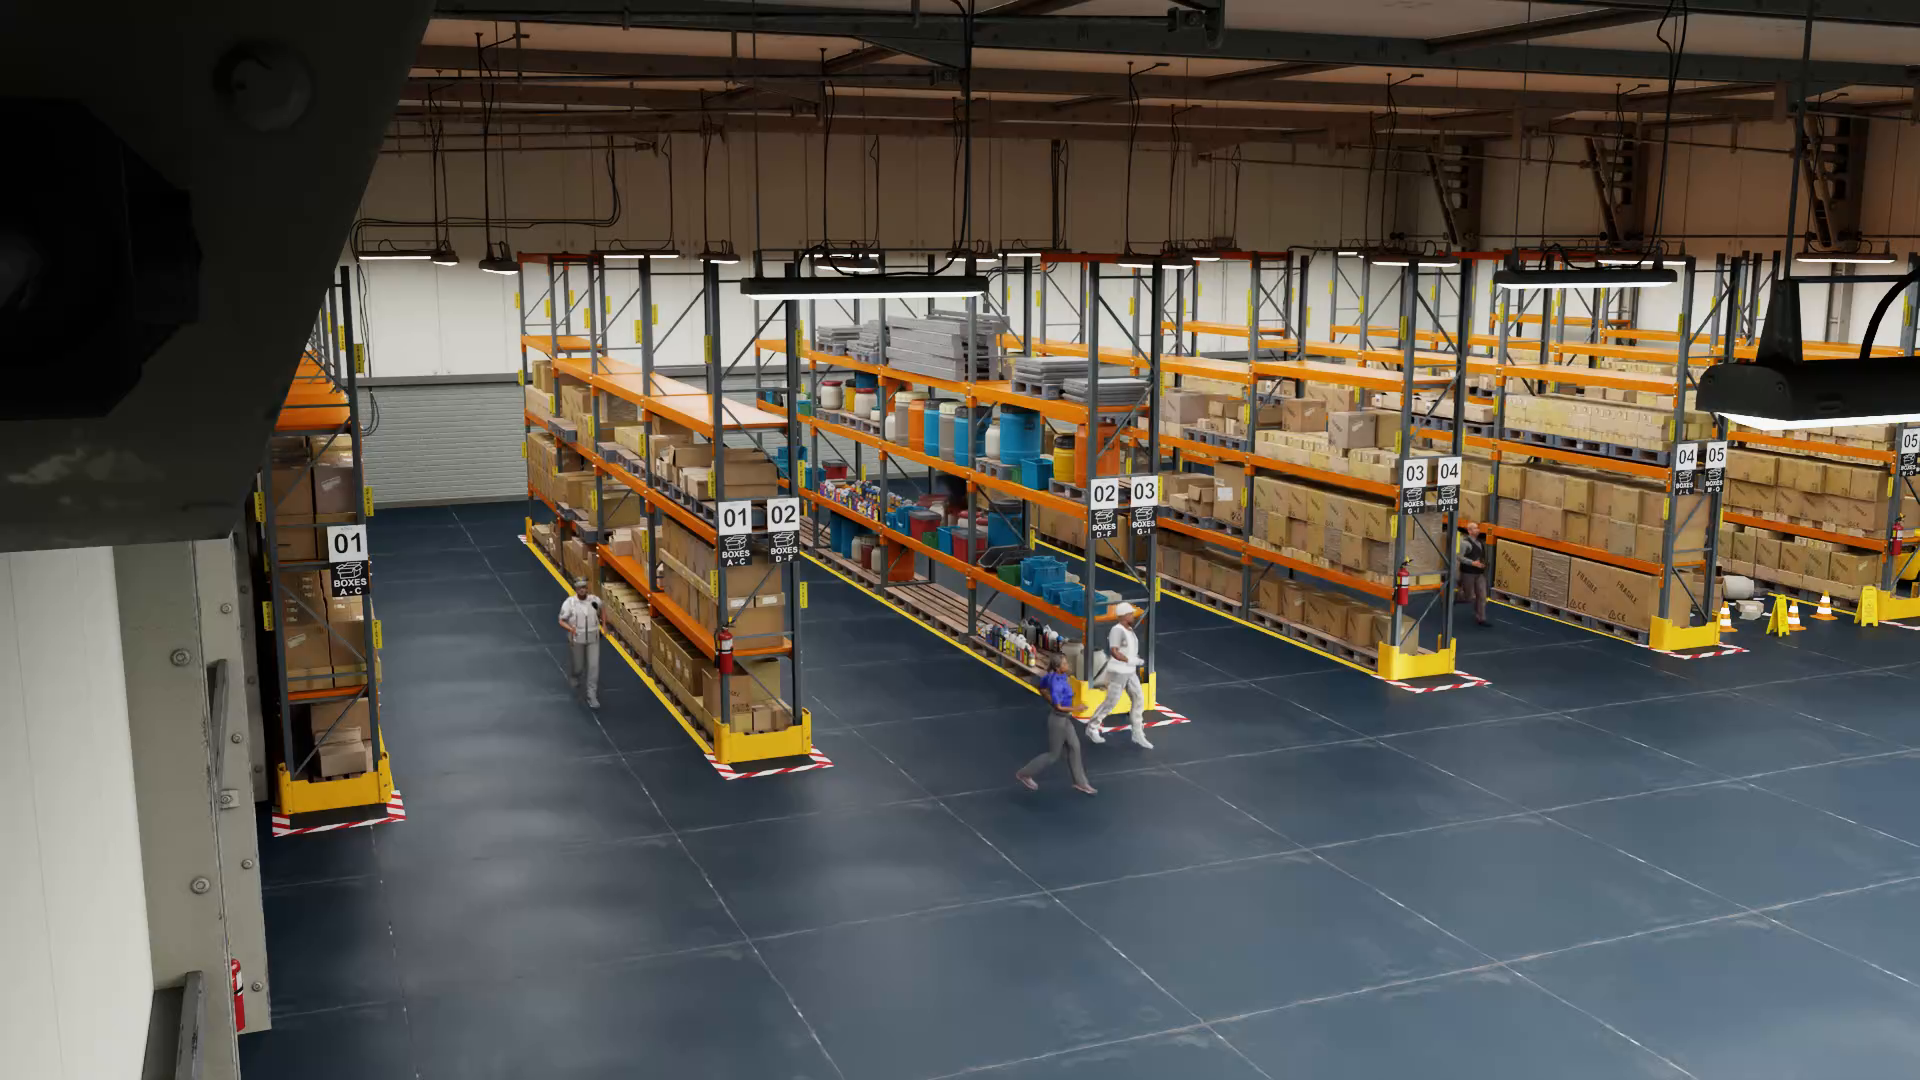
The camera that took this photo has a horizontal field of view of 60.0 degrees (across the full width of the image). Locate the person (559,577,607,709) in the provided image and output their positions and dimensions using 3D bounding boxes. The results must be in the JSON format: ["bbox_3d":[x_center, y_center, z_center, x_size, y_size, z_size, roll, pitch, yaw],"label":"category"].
[{"bbox_3d":[-5.137,1.357,22.786,0.677,1.759,0.965,-4,11,-22],"label":"person"}]

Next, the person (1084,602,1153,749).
[{"bbox_3d":[2.066,1.672,20.869,0.863,1.791,0.745,5,11,23],"label":"person"}]

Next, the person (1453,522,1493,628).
[{"bbox_3d":[8.378,0.554,27.230,0.663,1.700,0.926,-8,13,-36],"label":"person"}]

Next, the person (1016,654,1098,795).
[{"bbox_3d":[1.113,2.114,18.938,0.943,1.660,0.589,1,10,4],"label":"person"}]
